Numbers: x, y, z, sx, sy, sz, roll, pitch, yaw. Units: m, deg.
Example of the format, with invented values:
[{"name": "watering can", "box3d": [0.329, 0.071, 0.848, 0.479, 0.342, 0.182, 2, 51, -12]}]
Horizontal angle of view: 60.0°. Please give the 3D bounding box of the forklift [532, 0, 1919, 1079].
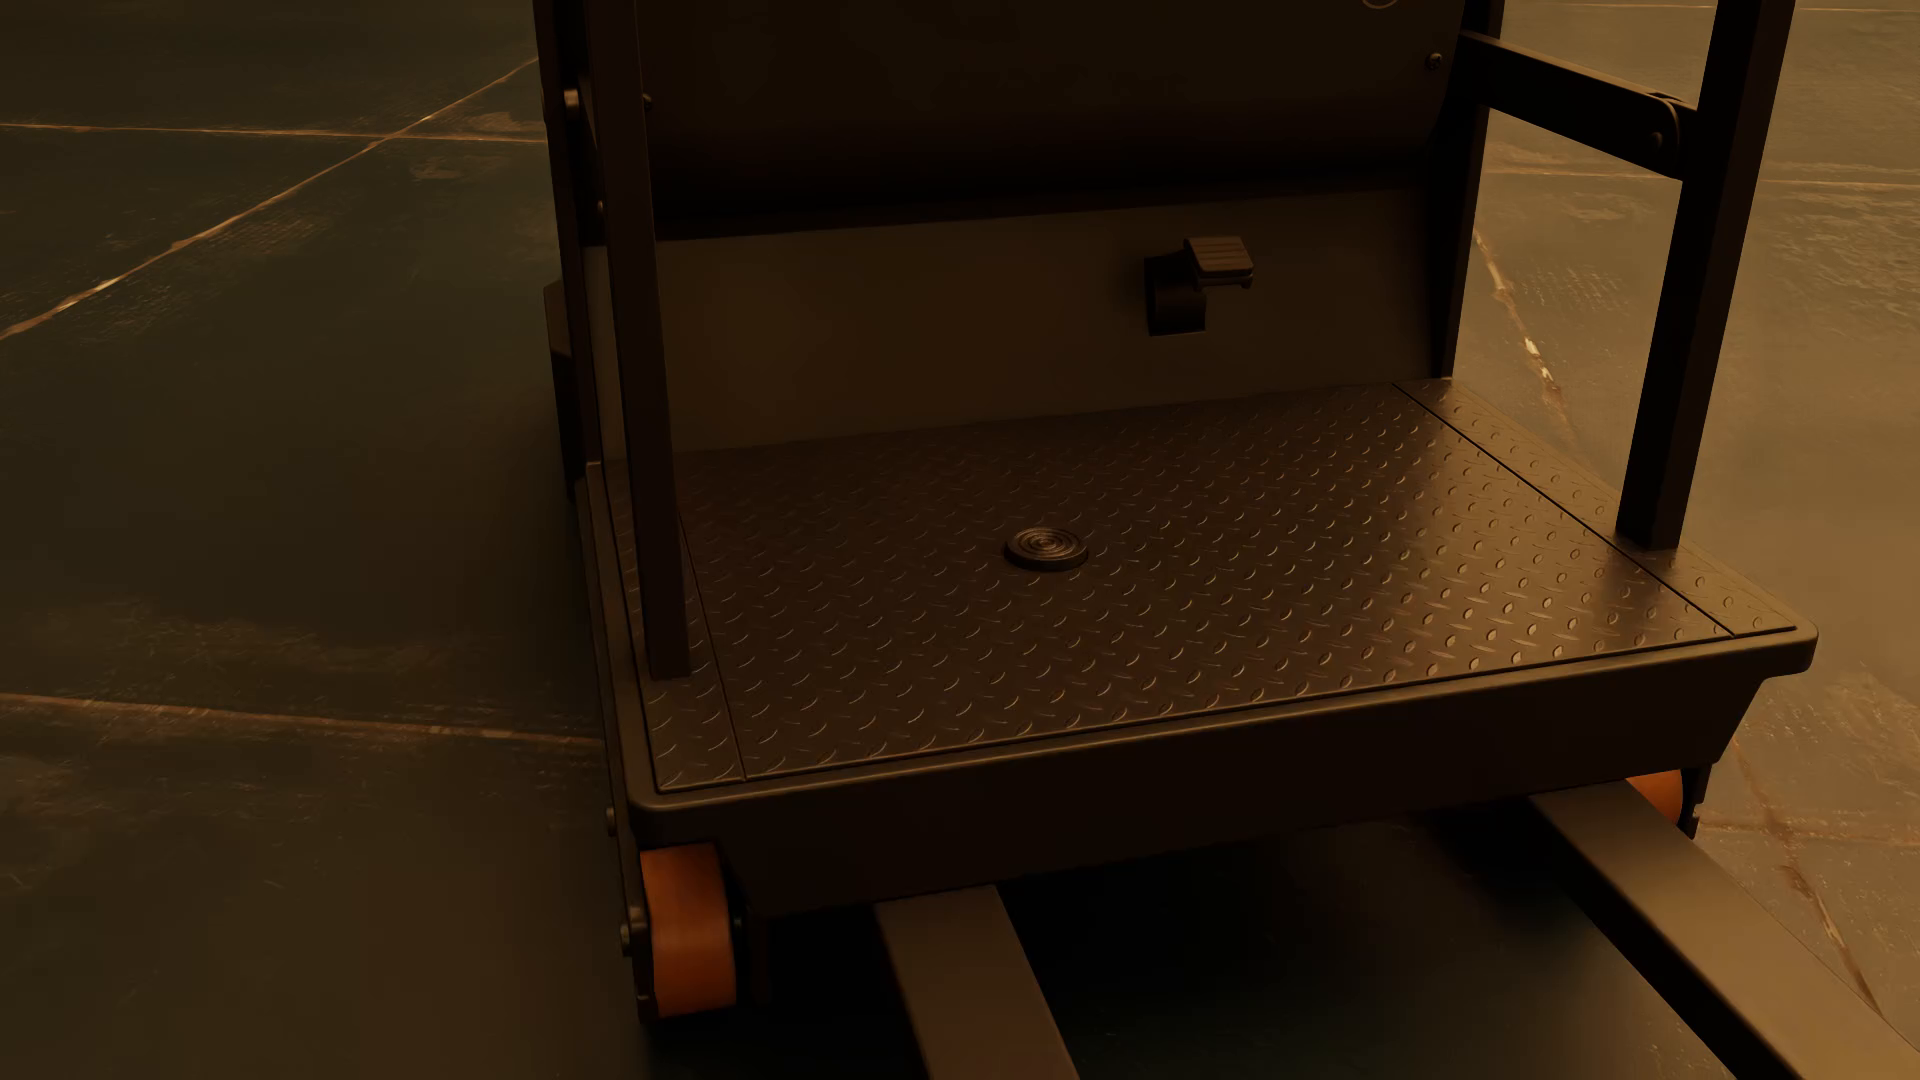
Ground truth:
[{"name": "forklift", "box3d": [0.153, -1.049, 1.319, 1.130, 2.935, 3.031, -7, 27, -13]}]
